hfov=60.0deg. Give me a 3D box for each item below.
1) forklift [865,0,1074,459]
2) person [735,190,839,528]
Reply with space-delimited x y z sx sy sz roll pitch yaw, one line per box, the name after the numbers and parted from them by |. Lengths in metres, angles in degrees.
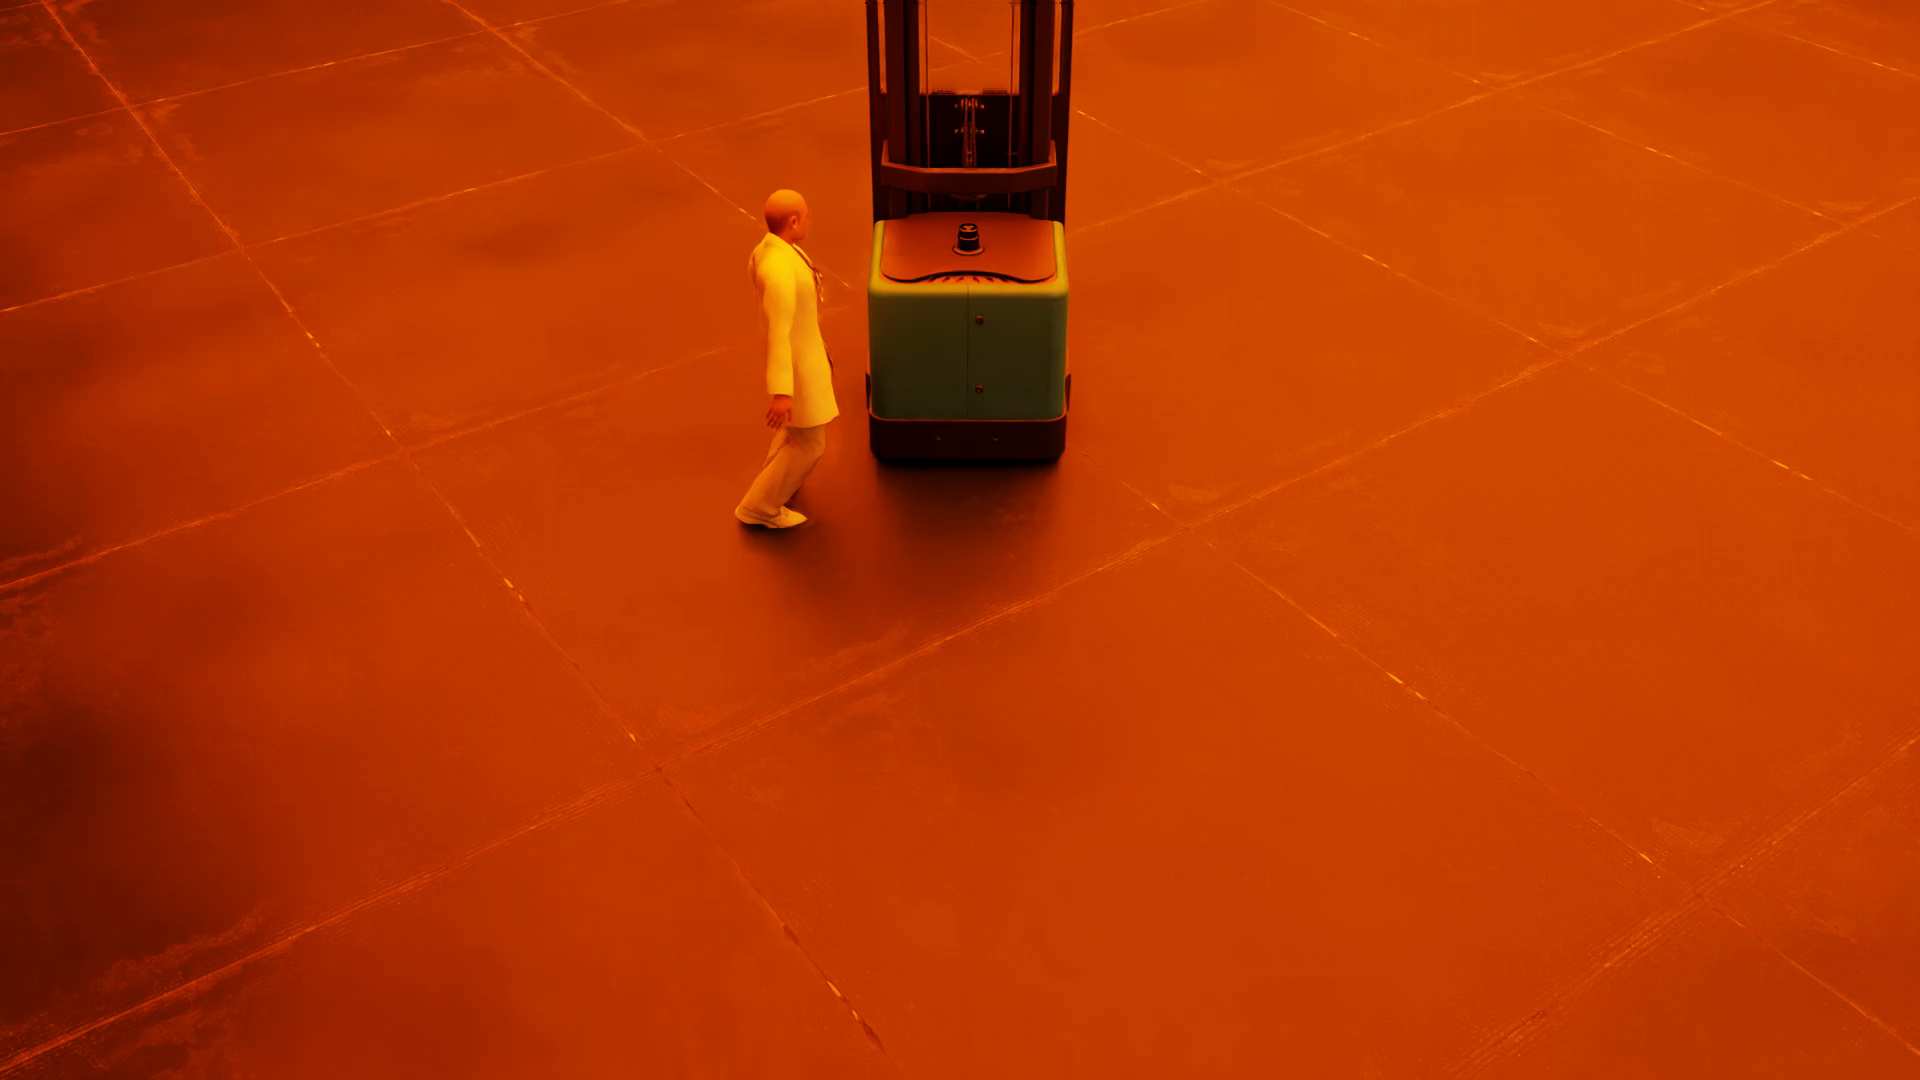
0.053 -2.455 9.265 1.130 2.935 3.031 0 36 0 | forklift
-0.882 -0.850 8.168 0.585 1.739 0.935 -5 37 -7 | person
